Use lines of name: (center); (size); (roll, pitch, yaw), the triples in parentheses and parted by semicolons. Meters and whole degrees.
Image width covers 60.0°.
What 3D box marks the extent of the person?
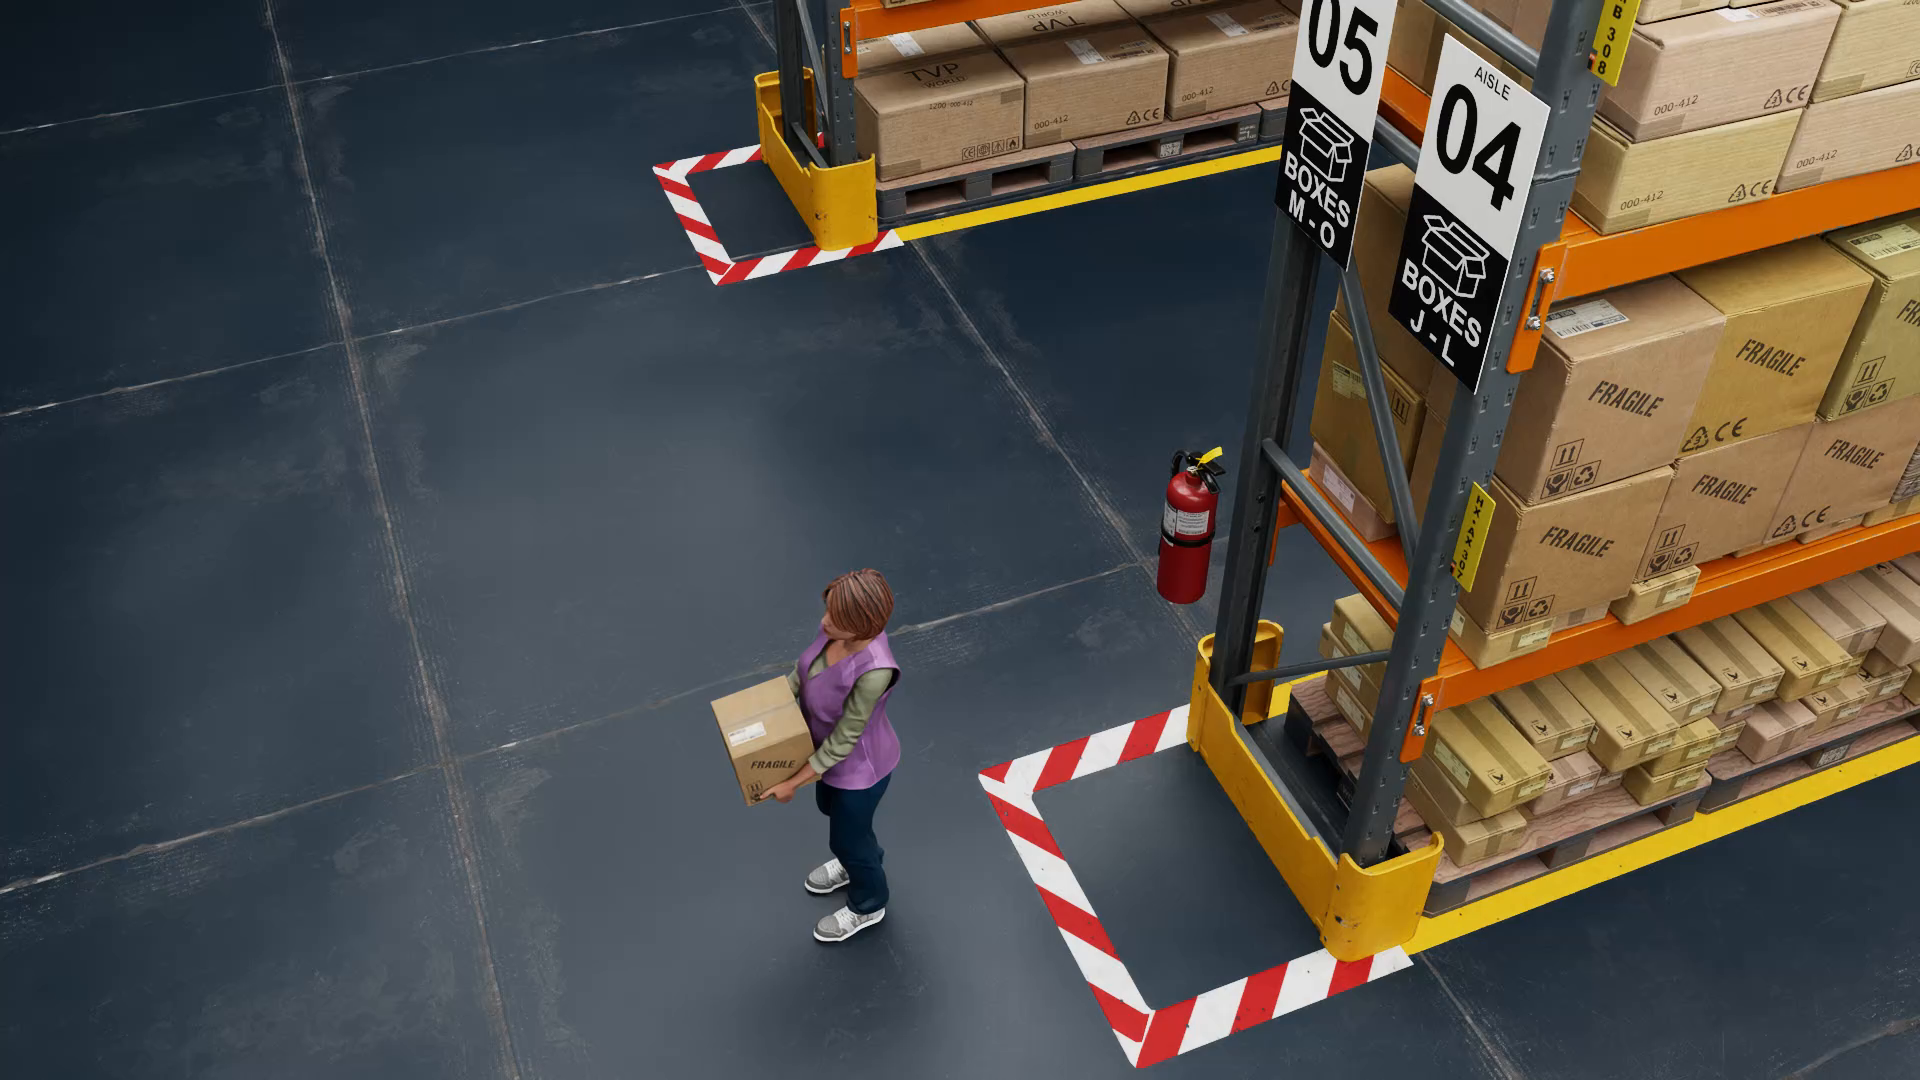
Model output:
person: (-0.439, 0.718, 5.384); (0.497, 1.590, 0.404); (-15, 44, -16)
